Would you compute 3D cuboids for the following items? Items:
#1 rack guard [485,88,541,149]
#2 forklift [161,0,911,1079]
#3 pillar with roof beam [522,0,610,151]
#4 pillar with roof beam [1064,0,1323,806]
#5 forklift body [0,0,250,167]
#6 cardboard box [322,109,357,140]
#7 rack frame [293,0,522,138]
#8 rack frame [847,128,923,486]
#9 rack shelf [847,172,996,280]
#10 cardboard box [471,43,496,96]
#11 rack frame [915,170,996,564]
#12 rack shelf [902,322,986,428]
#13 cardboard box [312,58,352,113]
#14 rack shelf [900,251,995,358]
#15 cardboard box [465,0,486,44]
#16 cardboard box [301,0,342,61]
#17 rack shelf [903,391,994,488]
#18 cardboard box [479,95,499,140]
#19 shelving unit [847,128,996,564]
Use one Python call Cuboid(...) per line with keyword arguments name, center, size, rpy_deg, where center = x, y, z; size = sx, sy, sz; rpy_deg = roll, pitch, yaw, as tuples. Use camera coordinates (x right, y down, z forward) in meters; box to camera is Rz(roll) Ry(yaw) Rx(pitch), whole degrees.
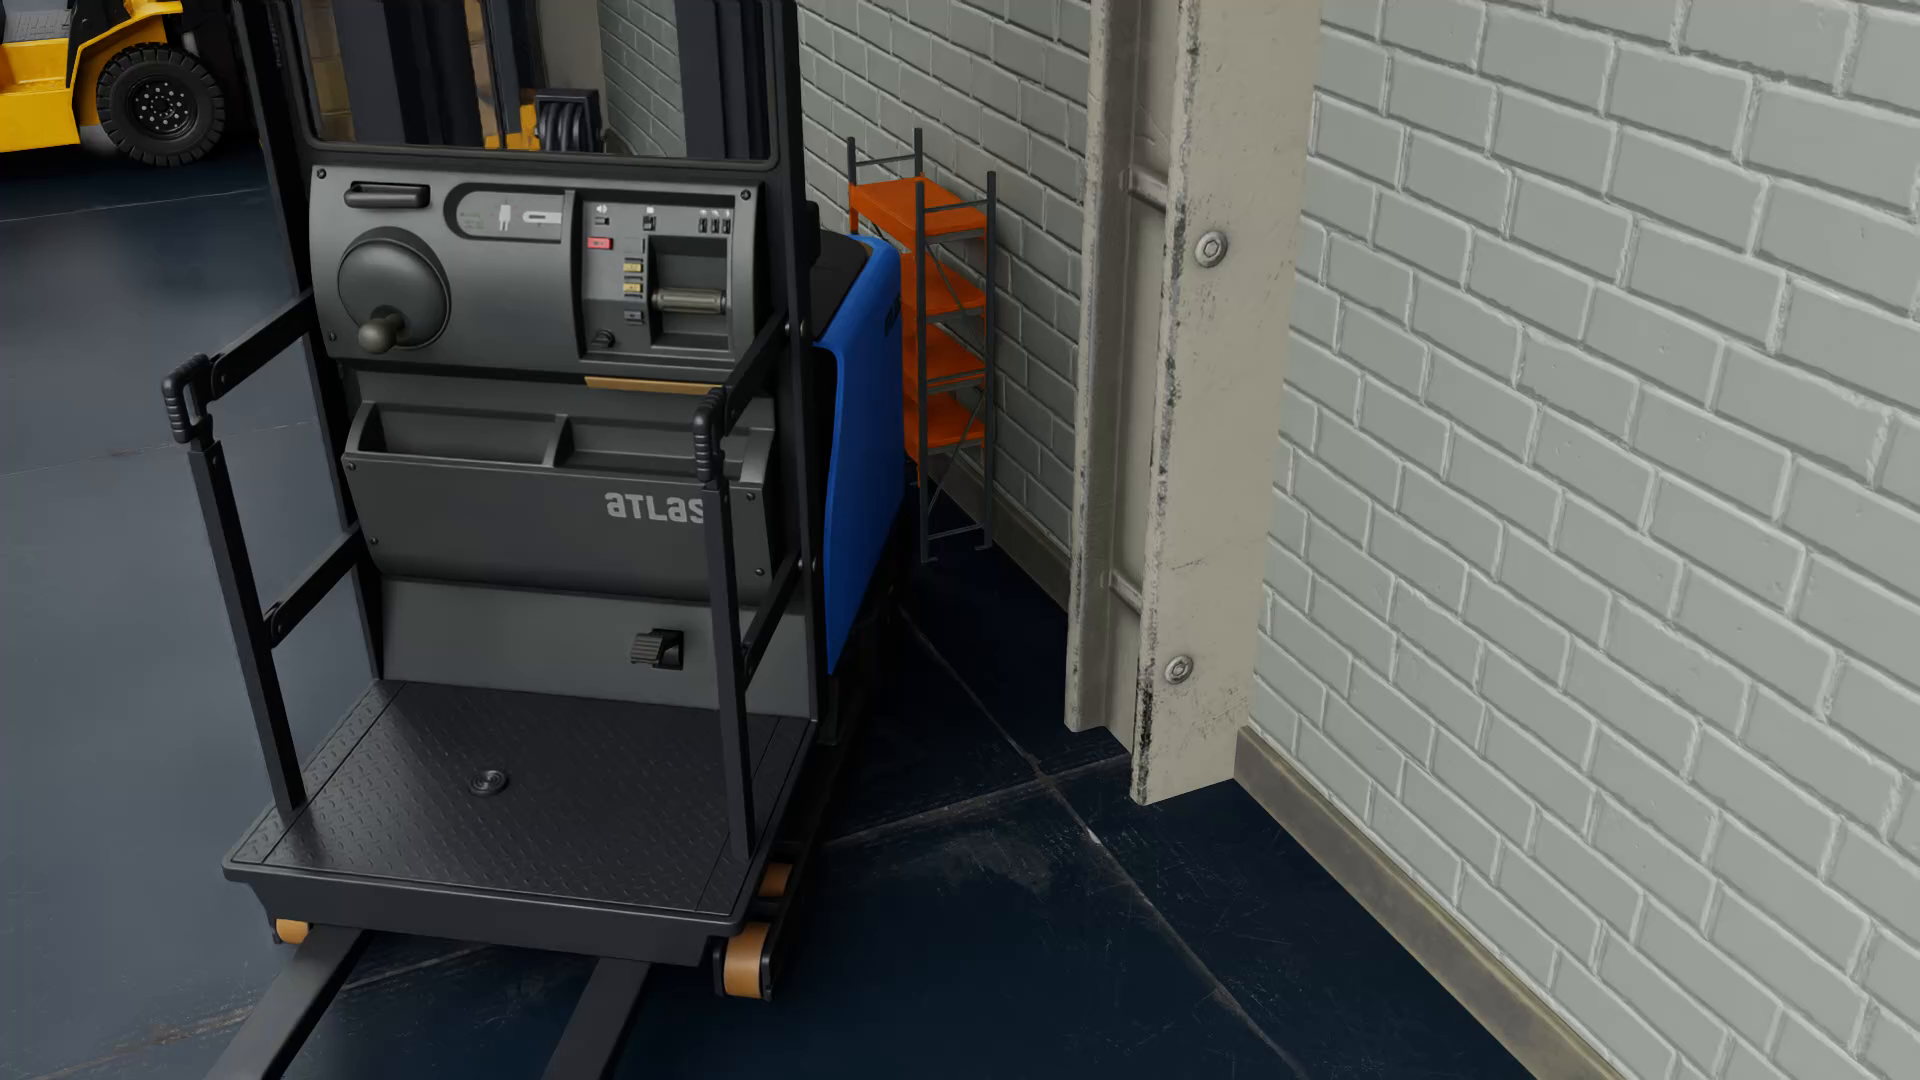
Cuboid(name="rack guard", center=(-2.584, -1.827, 7.996), size=(1.175, 0.500, 0.348), rpy_deg=(-13, 32, -22))
Cuboid(name="forklift", center=(-0.887, -0.498, 3.141), size=(1.130, 2.935, 3.031), rpy_deg=(4, 30, 8))
Cuboid(name="pillar with roof beam", center=(-5.968, -5.137, 5.210), size=(9.100, 9.000, 0.400), rpy_deg=(-13, 32, -22))
Cuboid(name="pillar with roof beam", center=(-3.392, -2.487, 0.484), size=(9.100, 9.000, 0.400), rpy_deg=(-13, 32, -22))
Cuboid(name="forklift body", center=(-5.056, -3.012, 8.422), size=(2.313, 2.155, 1.214), rpy_deg=(-13, 32, -22))
Cuboid(name="cardboard box", center=(-3.082, -2.053, 8.225), size=(0.500, 0.250, 0.500), rpy_deg=(-13, 32, -22))
Cuboid(name="rack frame", center=(-2.595, -2.927, 7.404), size=(1.000, 3.000, 0.127), rpy_deg=(-13, 32, -22))
Cuboid(name="rack frame", center=(-0.224, -0.692, 5.258), size=(0.240, 1.200, 0.015), rpy_deg=(-13, 32, -22))
Cuboid(name="rack shelf", center=(-0.118, -0.928, 4.874), size=(0.258, 0.148, 0.480), rpy_deg=(-13, 32, -22))
Cuboid(name="cardboard box", center=(-2.609, -2.381, 8.299), size=(0.500, 0.250, 0.500), rpy_deg=(-12, 32, -21))
Cuboid(name="rack frame", center=(-0.011, -0.478, 4.875), size=(0.240, 1.200, 0.015), rpy_deg=(-13, 32, -22))
Cuboid(name="rack shelf", center=(-0.118, -0.526, 5.099), size=(0.258, 0.148, 0.480), rpy_deg=(-13, 32, -22))
Cuboid(name="cardboard box", center=(-3.086, -2.279, 8.118), size=(0.500, 0.250, 0.500), rpy_deg=(-14, 32, -23))
Cuboid(name="rack shelf", center=(-0.118, -0.721, 4.990), size=(0.258, 0.148, 0.480), rpy_deg=(-13, 32, -22))
Cuboid(name="cardboard box", center=(-2.630, -2.599, 8.179), size=(0.500, 0.250, 0.500), rpy_deg=(-14, 32, -23))
Cuboid(name="cardboard box", center=(-3.074, -2.485, 7.975), size=(0.500, 0.250, 0.500), rpy_deg=(-12, 31, -20))
Cuboid(name="rack shelf", center=(-0.117, -0.353, 5.196), size=(0.258, 0.148, 0.480), rpy_deg=(-13, 32, -22))
Cuboid(name="cardboard box", center=(-2.629, -2.169, 8.434), size=(0.500, 0.250, 0.500), rpy_deg=(-13, 32, -22))
Cuboid(name="shelving unit", center=(-0.118, -0.585, 5.066), size=(0.258, 1.200, 0.503), rpy_deg=(-13, 32, -22))
